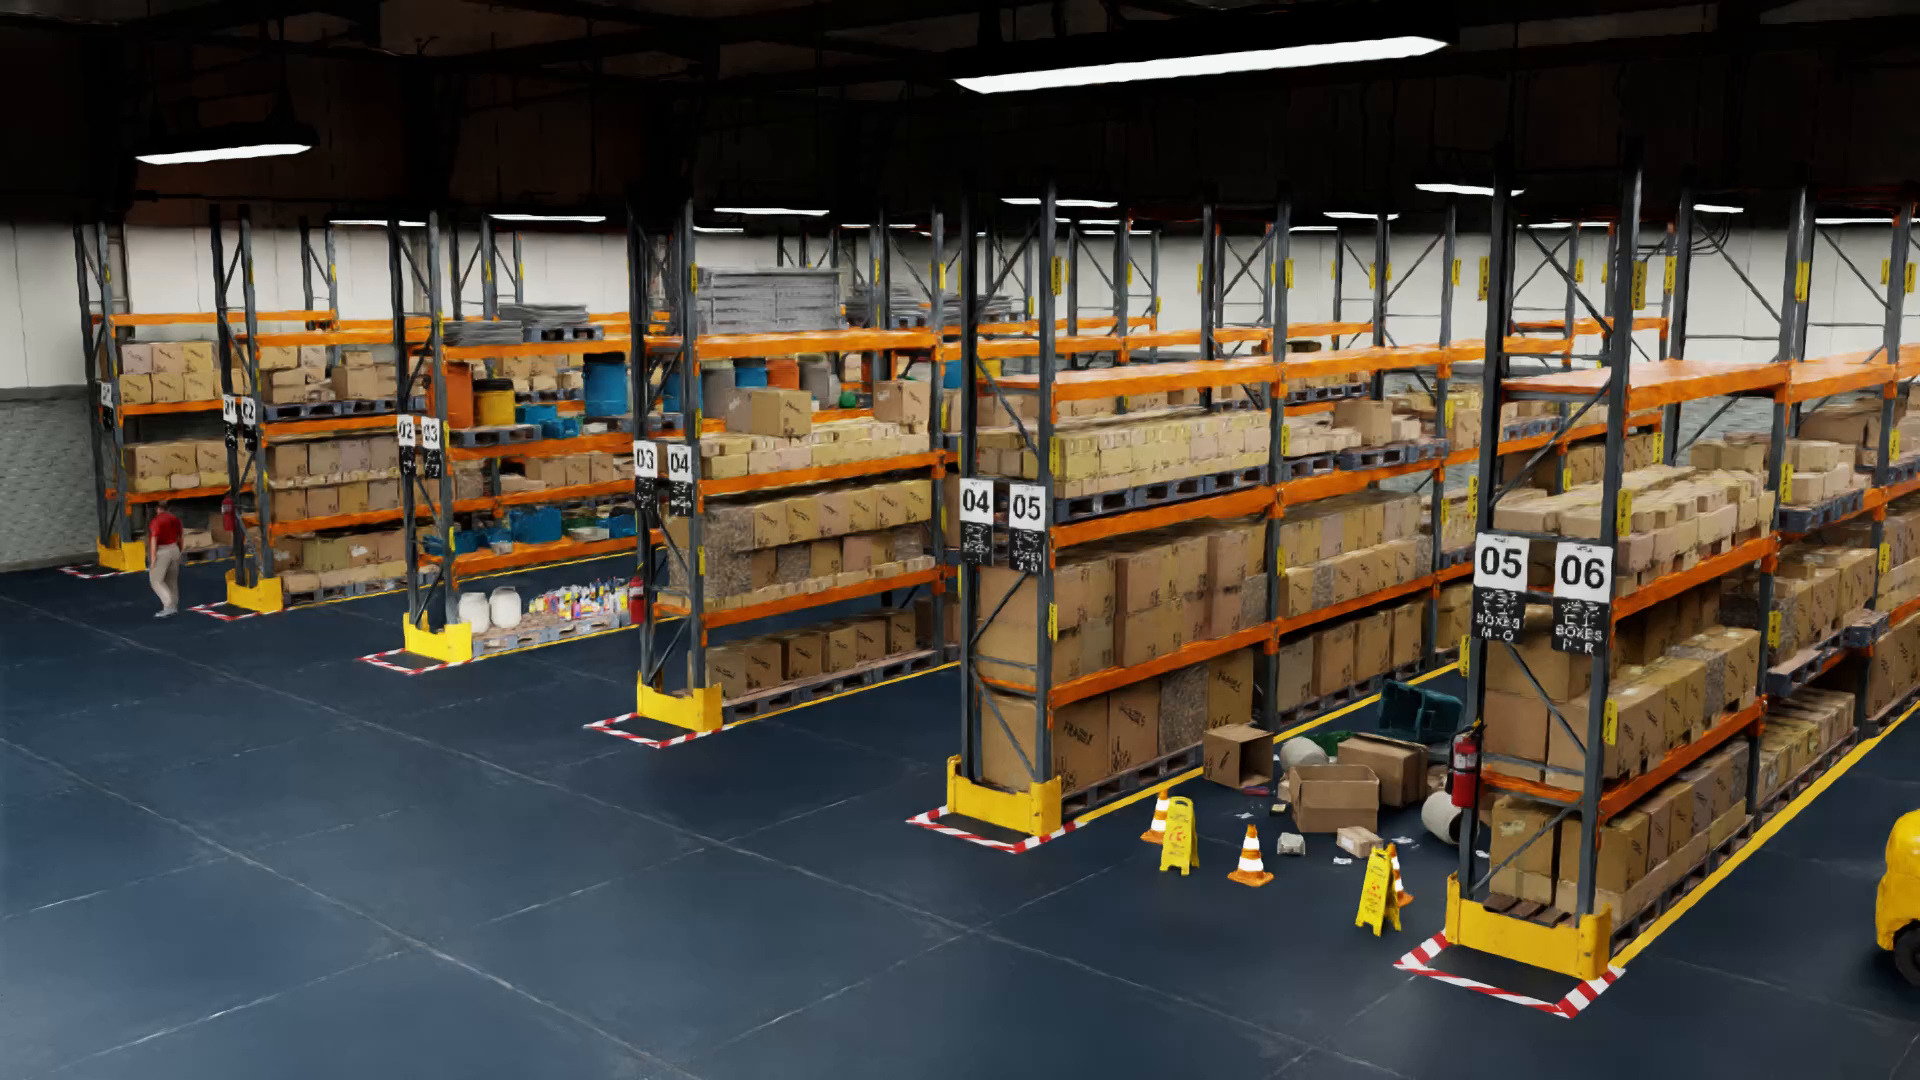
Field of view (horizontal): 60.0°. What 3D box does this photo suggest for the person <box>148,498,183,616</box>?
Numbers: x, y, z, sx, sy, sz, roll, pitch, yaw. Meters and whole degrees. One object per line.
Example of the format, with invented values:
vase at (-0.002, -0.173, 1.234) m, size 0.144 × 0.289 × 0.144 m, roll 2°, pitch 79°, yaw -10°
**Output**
person at (-11.743, 0.249, 24.593) m, size 0.480 × 1.723 × 0.697 m, roll 4°, pitch 10°, yaw 22°
